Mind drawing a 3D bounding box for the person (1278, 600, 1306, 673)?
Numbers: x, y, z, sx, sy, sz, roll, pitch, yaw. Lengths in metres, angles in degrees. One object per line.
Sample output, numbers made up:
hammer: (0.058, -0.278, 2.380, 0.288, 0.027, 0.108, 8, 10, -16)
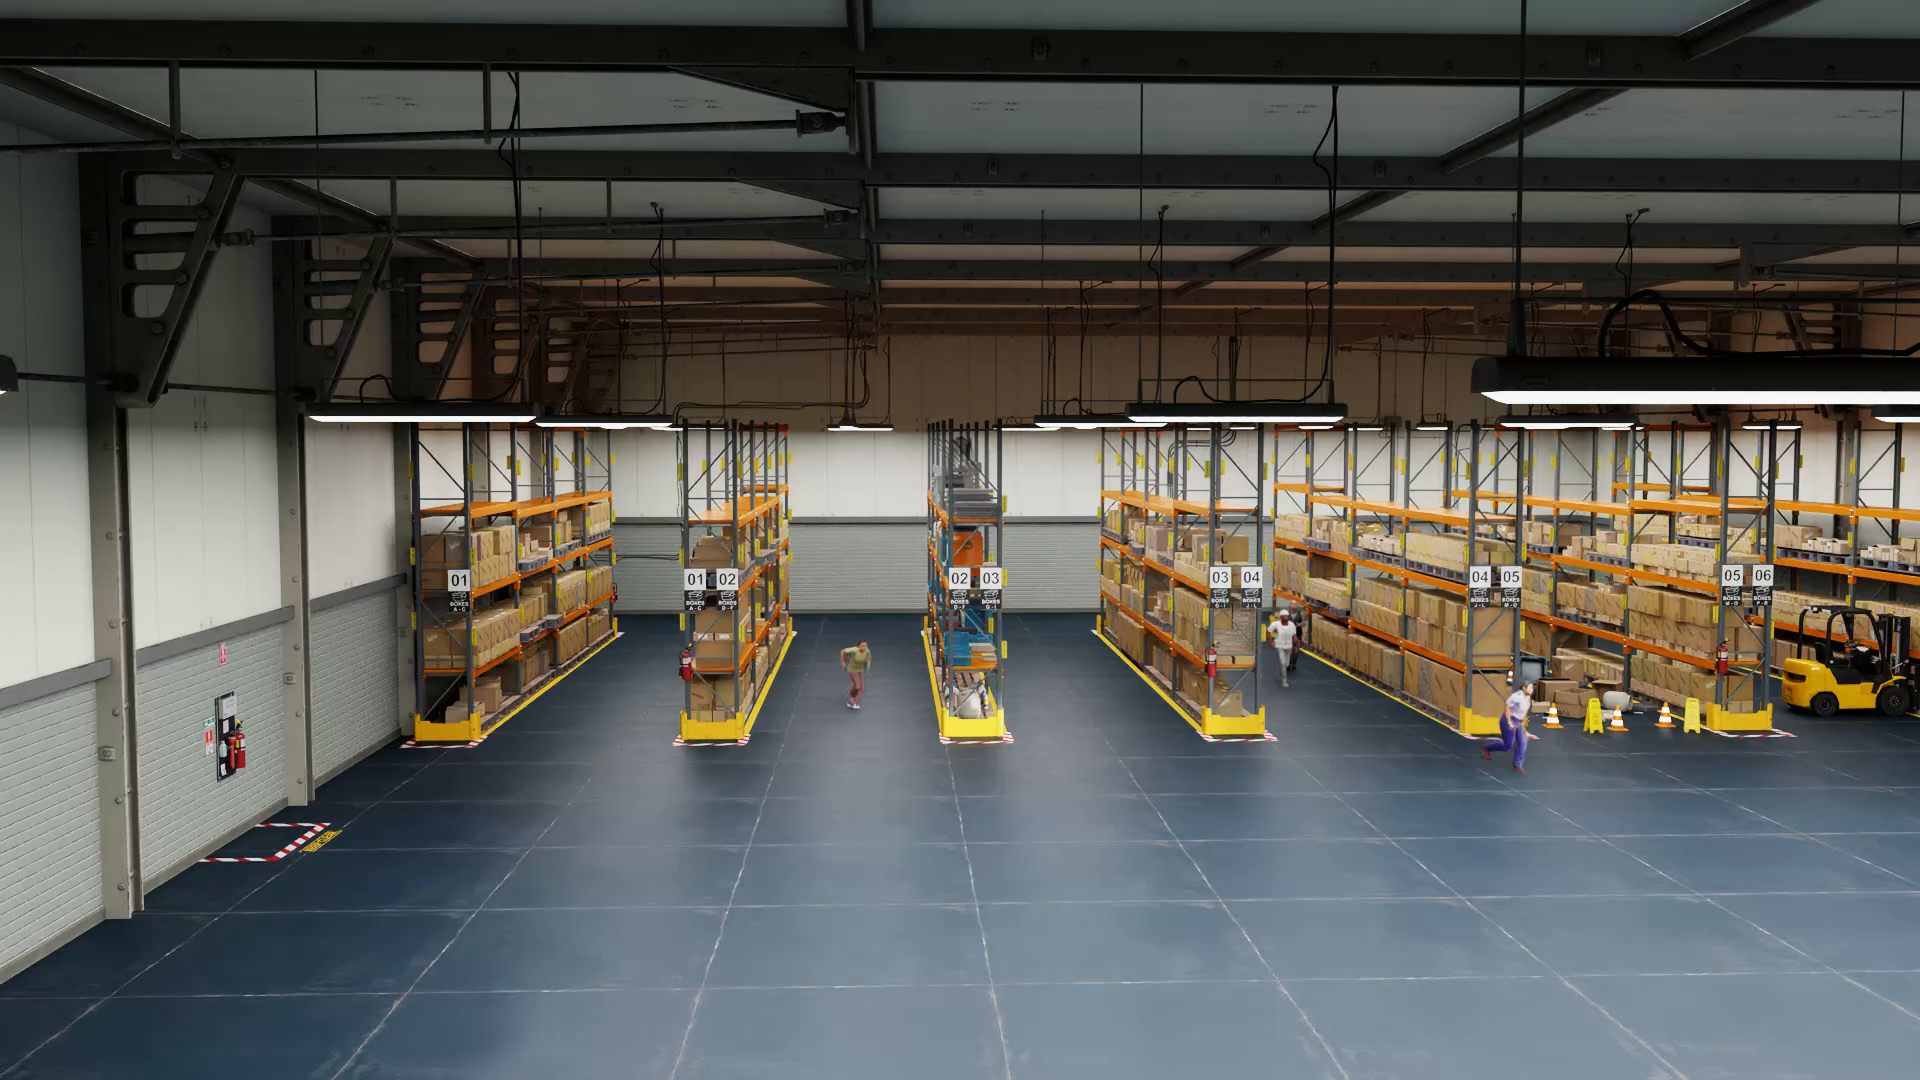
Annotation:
person: (7.981, 2.317, 39.878, 0.627, 1.753, 0.727, 0, 4, 2)

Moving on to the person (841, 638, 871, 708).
person: (-2.153, 2.779, 34.463, 0.606, 1.480, 0.809, -2, 4, -29)

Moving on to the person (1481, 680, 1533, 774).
person: (9.314, 3.152, 28.285, 0.874, 1.609, 0.610, 3, 5, 38)

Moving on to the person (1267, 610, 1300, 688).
person: (7.327, 2.441, 37.866, 0.679, 1.747, 0.846, -1, 4, -11)
